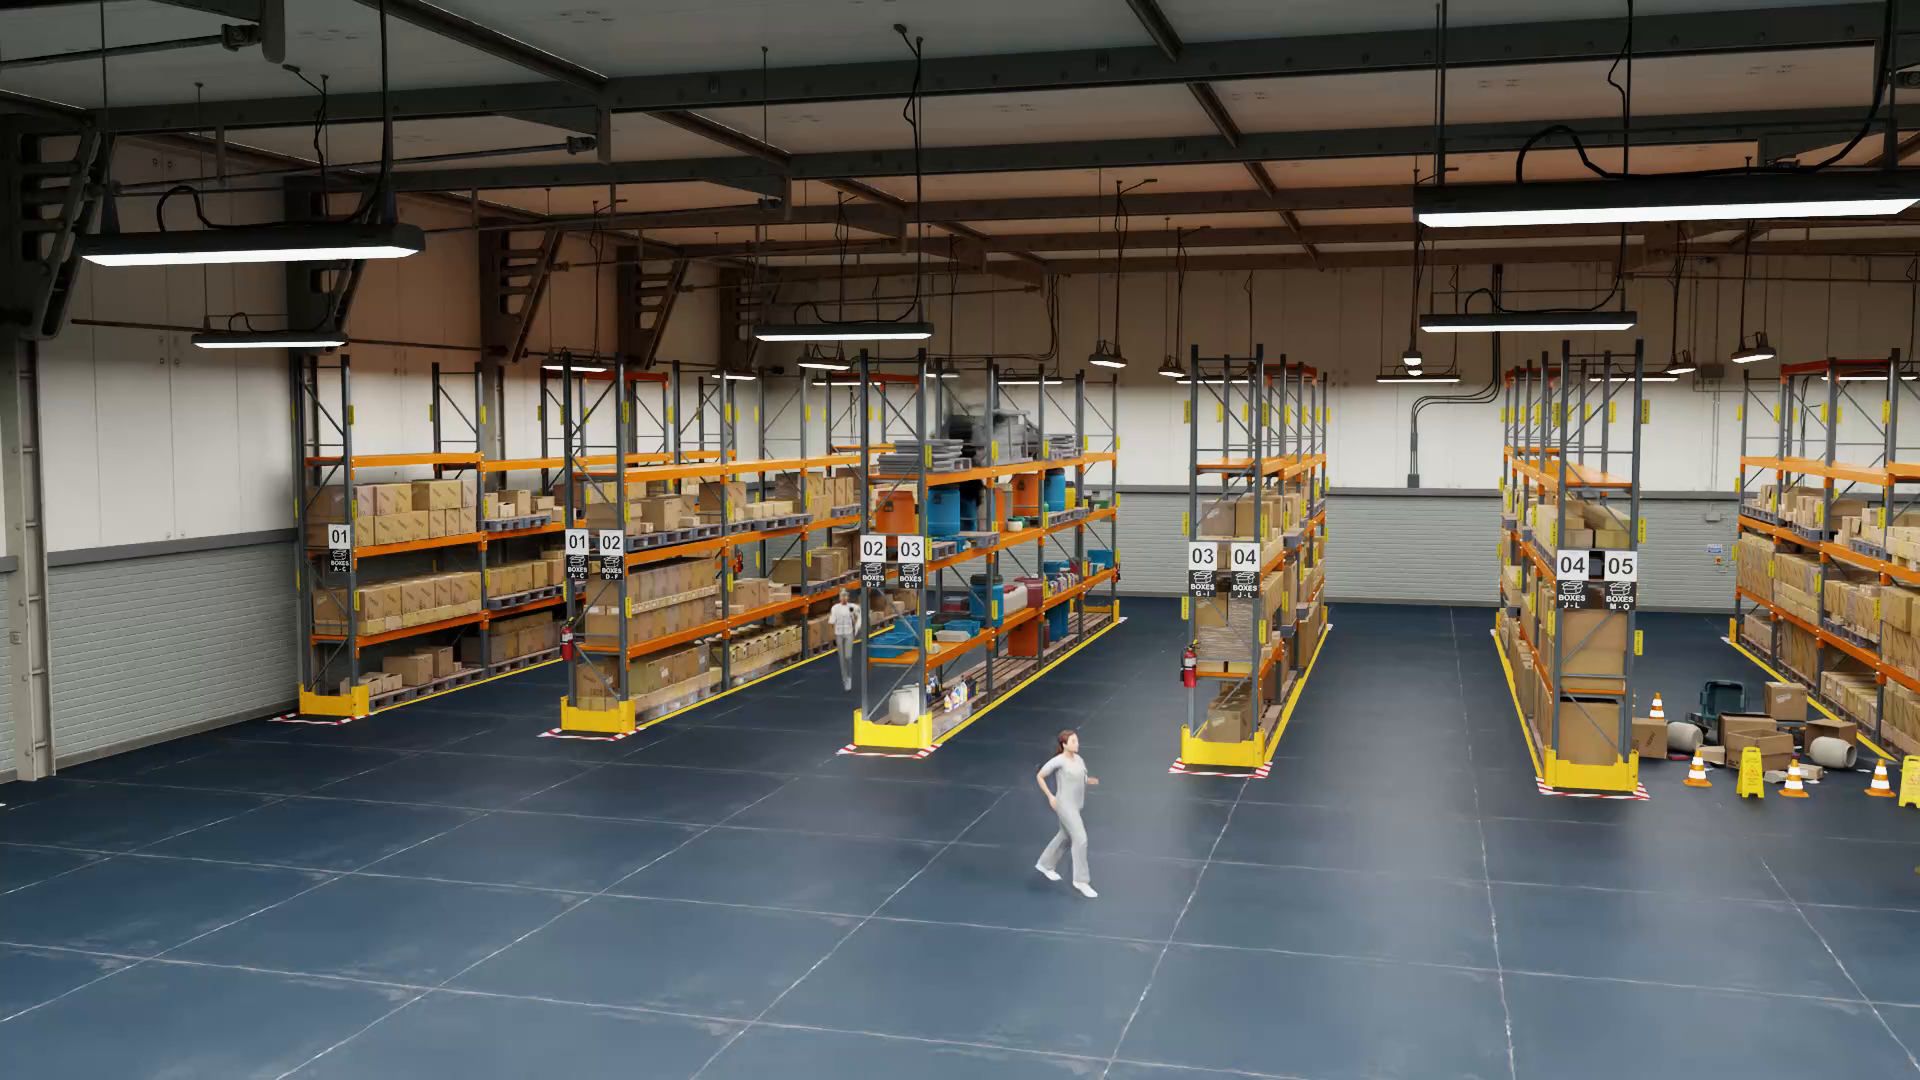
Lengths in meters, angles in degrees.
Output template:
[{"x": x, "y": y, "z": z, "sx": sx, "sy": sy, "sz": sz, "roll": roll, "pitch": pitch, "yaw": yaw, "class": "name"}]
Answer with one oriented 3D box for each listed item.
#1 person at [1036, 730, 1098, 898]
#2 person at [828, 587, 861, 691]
[{"x": 1.127, "y": 2.844, "z": 17.493, "sx": 0.830, "sy": 1.715, "sz": 0.541, "roll": 3, "pitch": 5, "yaw": 34, "class": "person"}, {"x": -2.002, "y": 1.715, "z": 28.973, "sx": 0.592, "sy": 1.788, "sz": 0.666, "roll": 1, "pitch": 4, "yaw": 7, "class": "person"}]
